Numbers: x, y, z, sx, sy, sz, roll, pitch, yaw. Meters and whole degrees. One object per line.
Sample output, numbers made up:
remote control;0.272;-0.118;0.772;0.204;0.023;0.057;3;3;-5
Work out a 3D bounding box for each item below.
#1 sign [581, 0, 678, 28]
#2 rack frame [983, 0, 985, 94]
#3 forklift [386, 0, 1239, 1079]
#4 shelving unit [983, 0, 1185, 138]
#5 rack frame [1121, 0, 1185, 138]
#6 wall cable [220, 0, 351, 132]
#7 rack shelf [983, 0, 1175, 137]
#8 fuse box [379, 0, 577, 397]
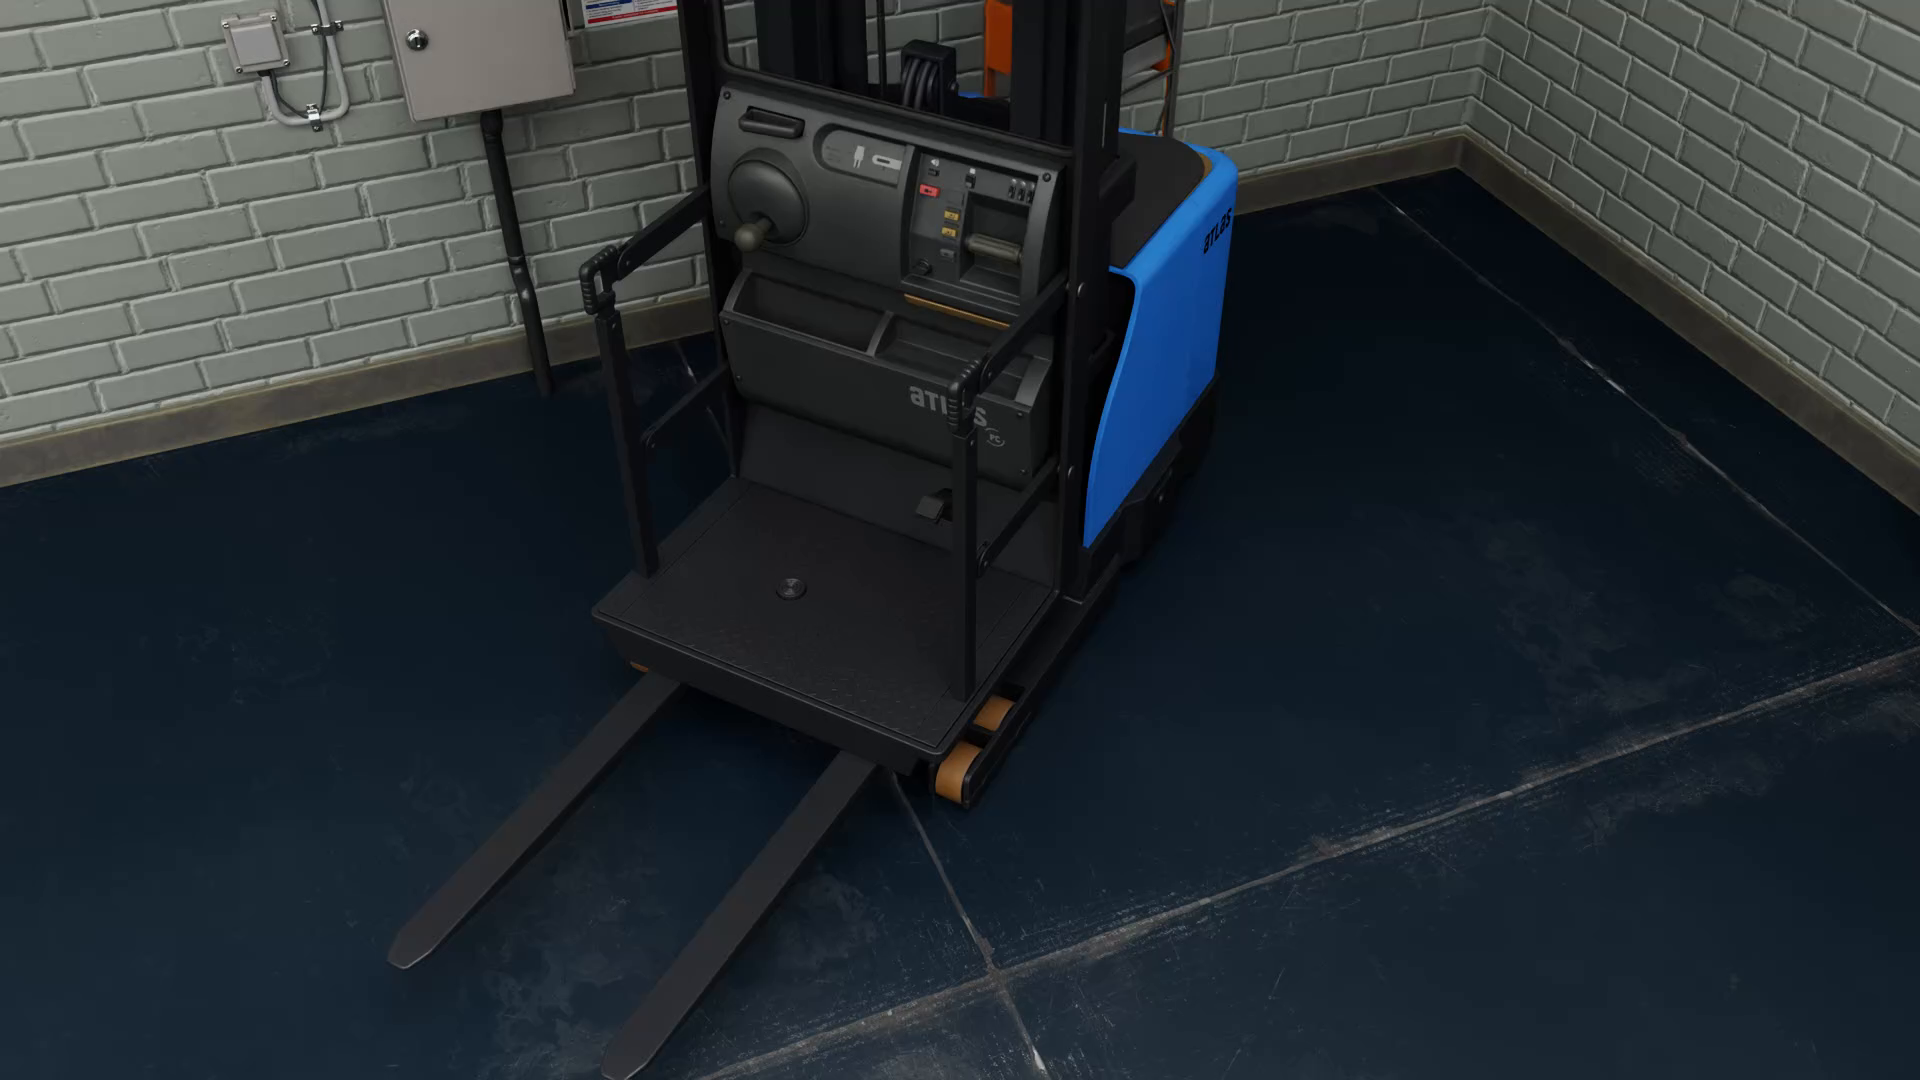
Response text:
sign;-1.043;-1.860;5.185;0.329;0.494;0.001;-15;43;-17
rack frame;0.221;-1.668;5.579;0.015;2.100;0.400;33;50;32
forklift;-0.300;-0.750;3.874;1.130;2.935;3.031;19;44;21
shelving unit;0.396;-1.557;5.450;0.503;2.100;0.431;33;50;32
rack frame;0.570;-1.446;5.320;0.015;2.100;0.400;33;50;32
wall cable;-2.111;-1.958;4.447;0.588;1.984;0.122;-15;43;-17
rack shelf;0.396;-1.547;5.459;0.480;0.518;0.431;33;50;32
fuse box;-1.420;-1.160;5.286;0.539;1.711;0.414;-15;43;-17
